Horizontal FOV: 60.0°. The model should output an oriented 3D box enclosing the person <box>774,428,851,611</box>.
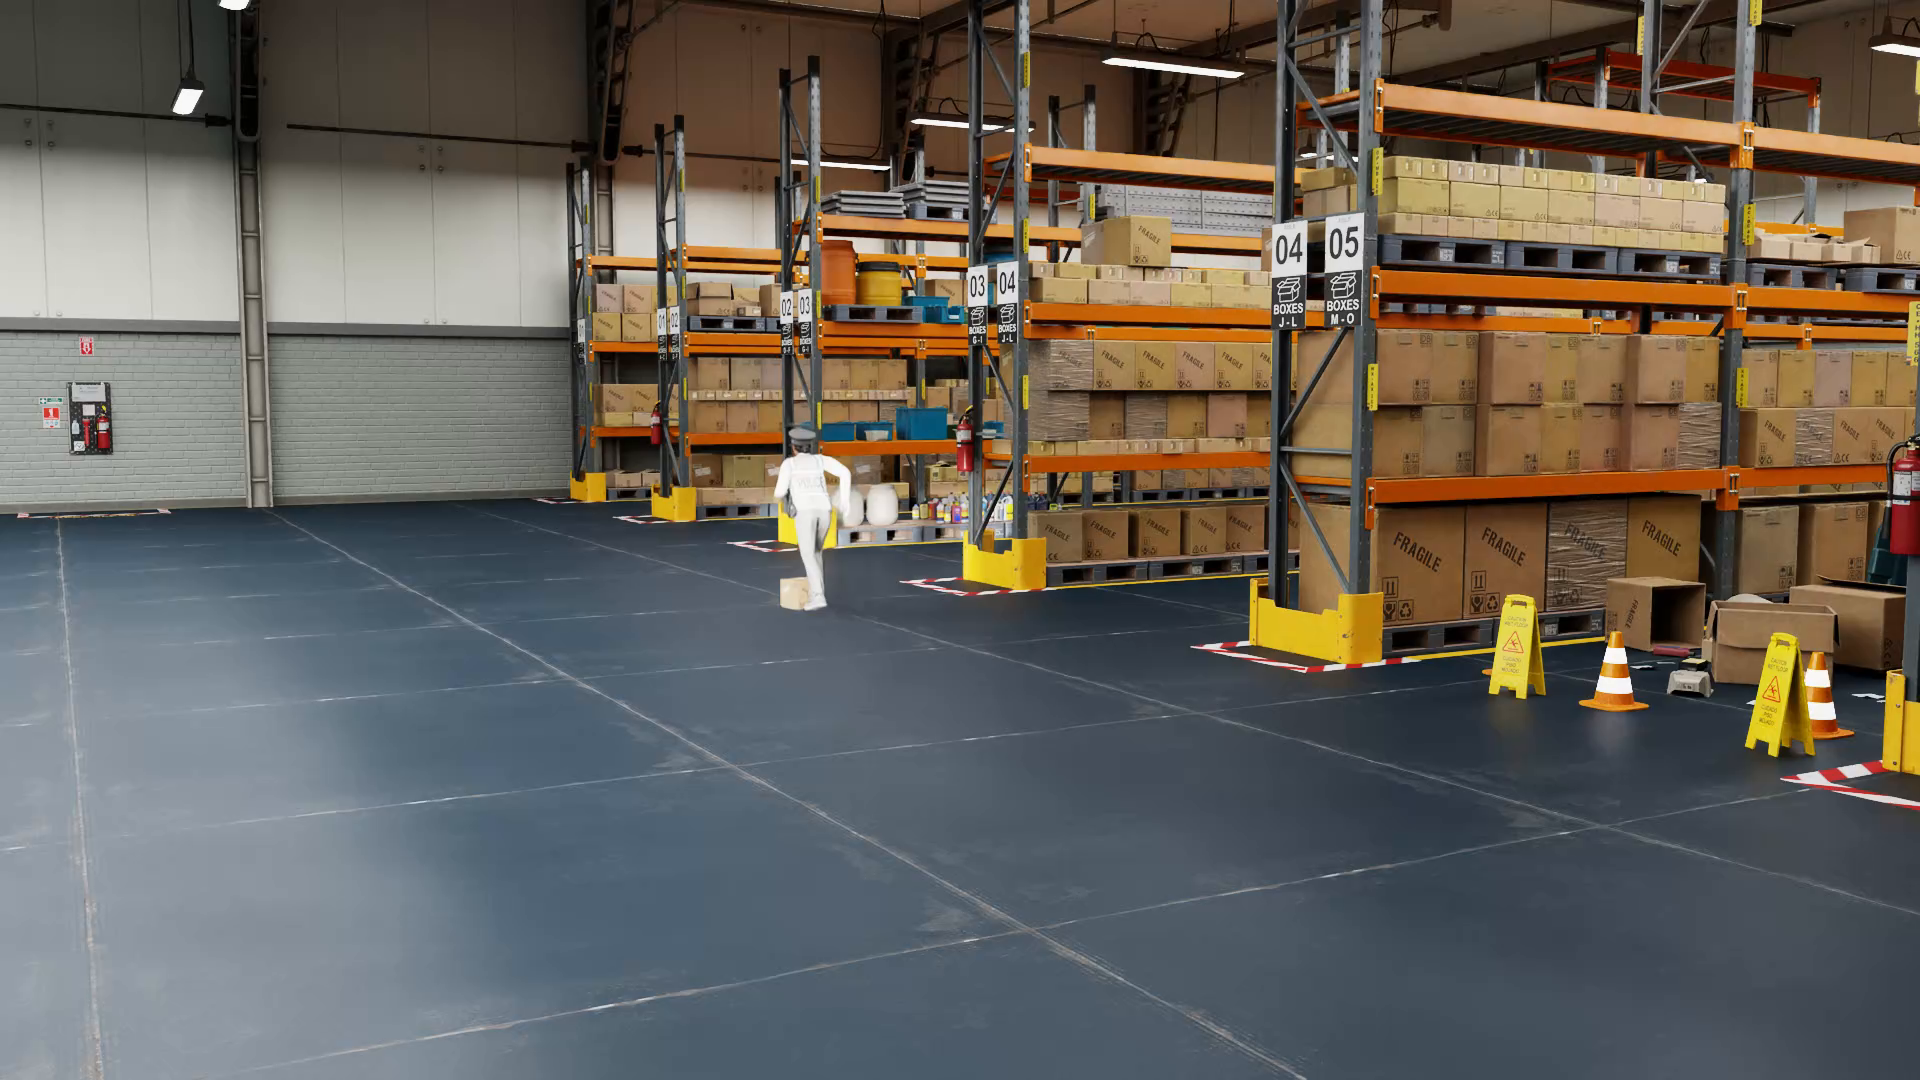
[{"bbox_3d":[-1.300,-0.178,14.758,0.606,1.619,0.921,-3,6,-33],"label":"person"}]
